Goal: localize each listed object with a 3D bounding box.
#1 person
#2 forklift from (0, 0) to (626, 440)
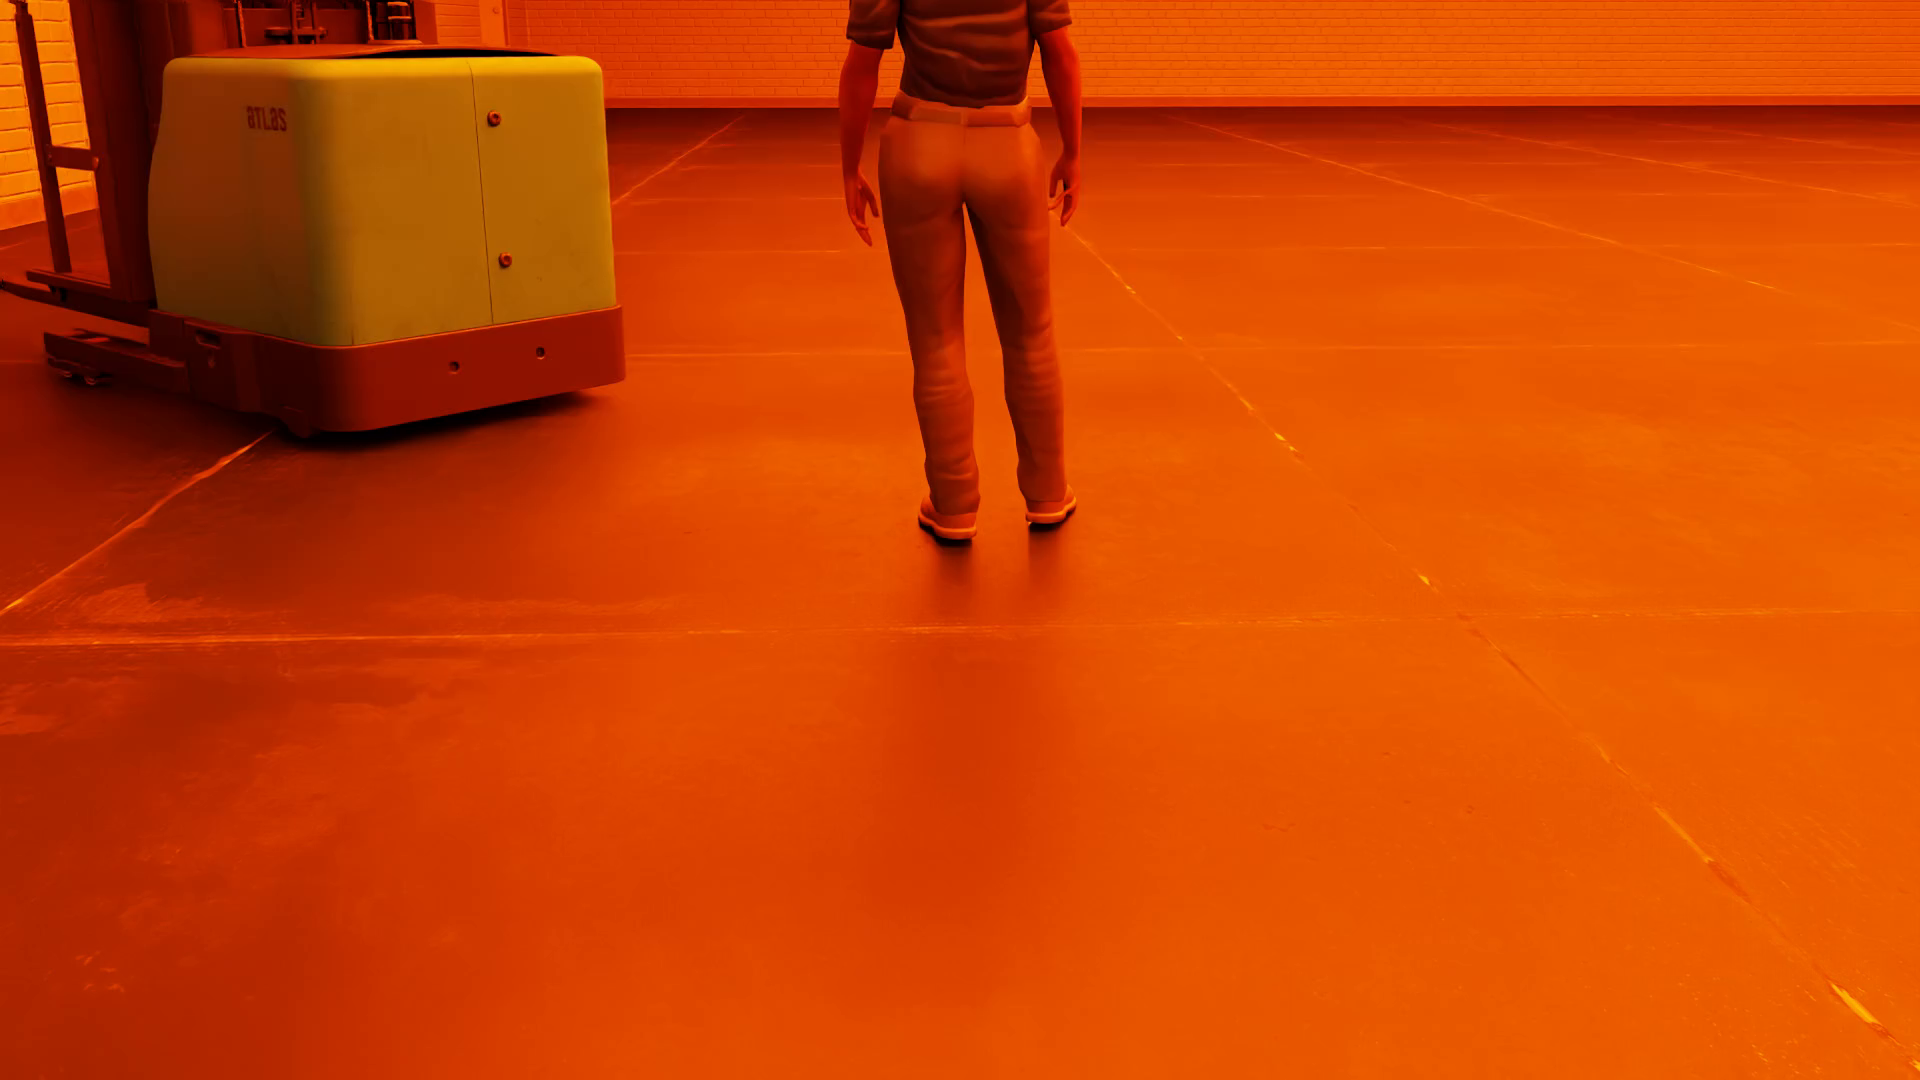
[{"bbox_3d":[0.015,-0.818,3.760,0.569,1.643,0.504,-1,17,-3],"label":"person"},{"bbox_3d":[-2.527,-2.026,5.530,3.031,2.935,1.130,14,22,38],"label":"forklift"}]
